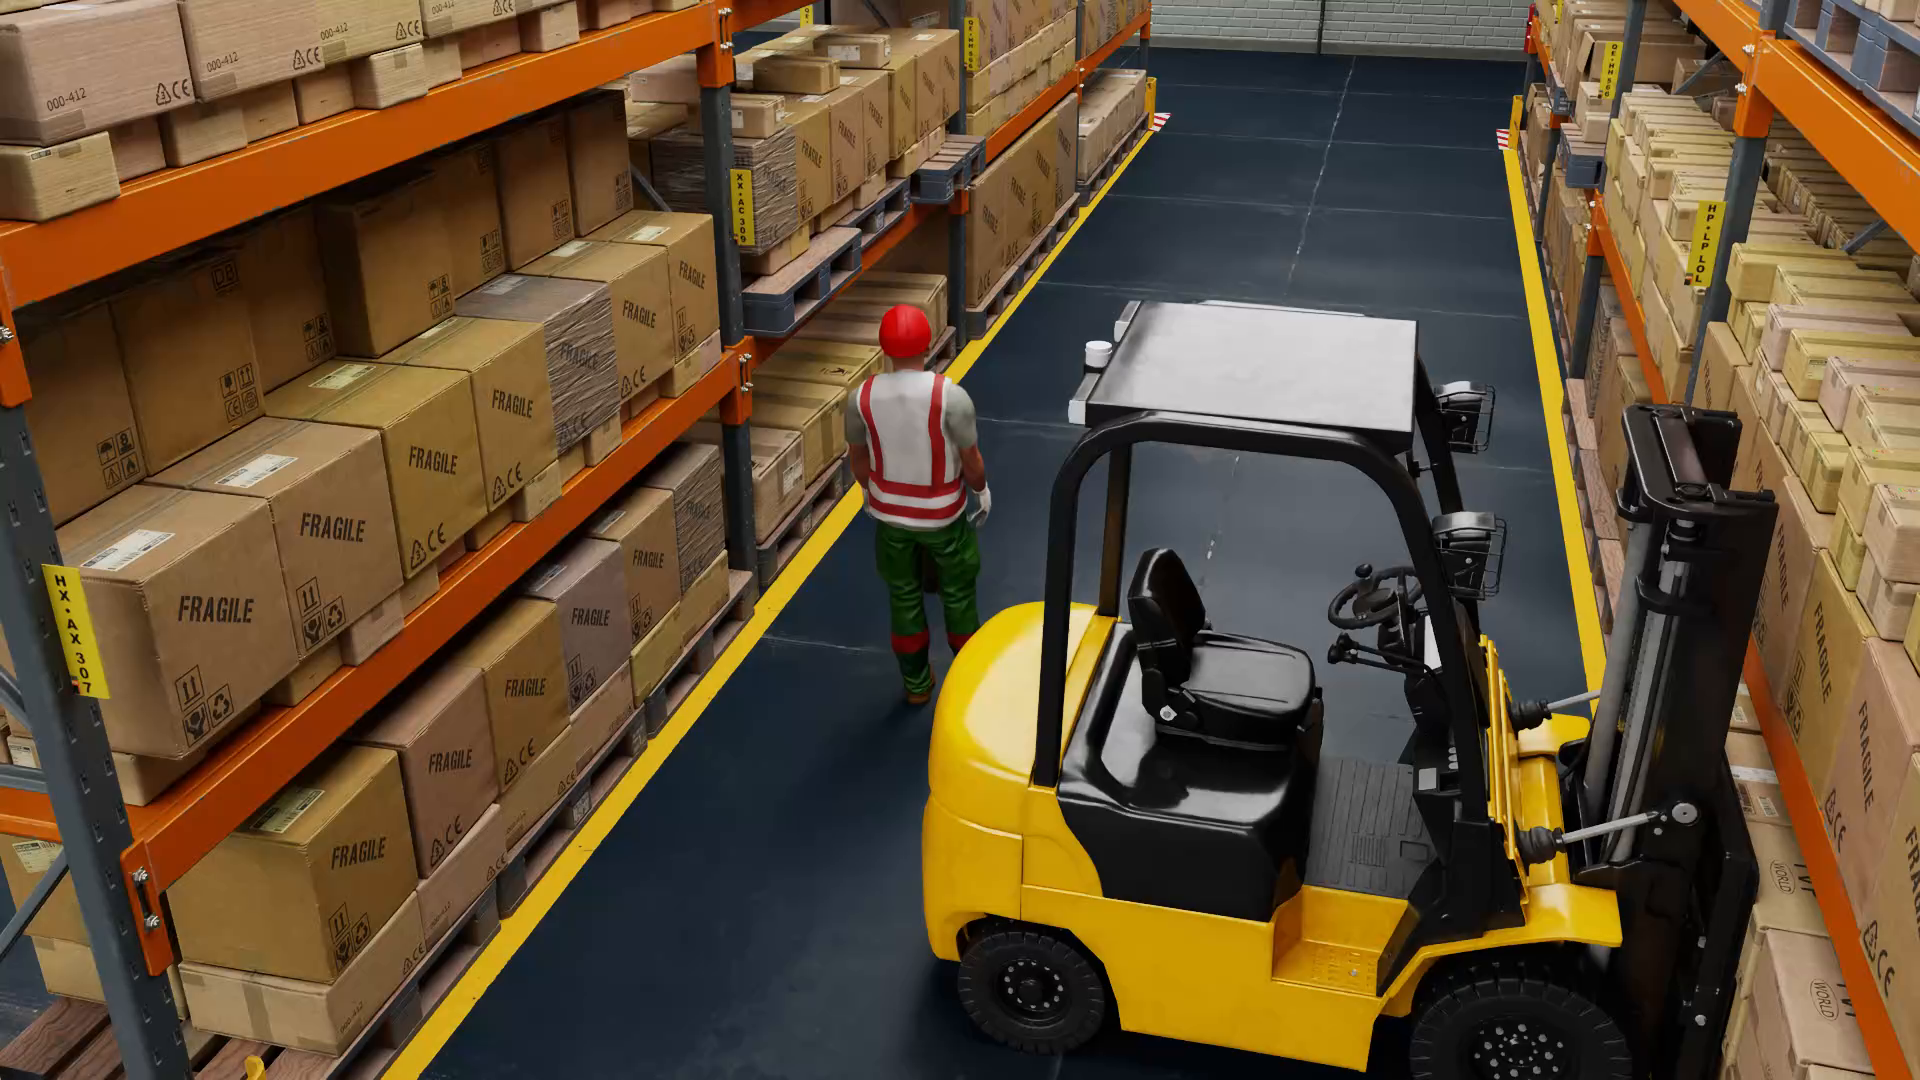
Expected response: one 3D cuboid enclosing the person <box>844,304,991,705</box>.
[{"bbox_3d":[-0.142,-0.151,6.884,0.597,1.789,0.562,5,26,11],"label":"person"}]
